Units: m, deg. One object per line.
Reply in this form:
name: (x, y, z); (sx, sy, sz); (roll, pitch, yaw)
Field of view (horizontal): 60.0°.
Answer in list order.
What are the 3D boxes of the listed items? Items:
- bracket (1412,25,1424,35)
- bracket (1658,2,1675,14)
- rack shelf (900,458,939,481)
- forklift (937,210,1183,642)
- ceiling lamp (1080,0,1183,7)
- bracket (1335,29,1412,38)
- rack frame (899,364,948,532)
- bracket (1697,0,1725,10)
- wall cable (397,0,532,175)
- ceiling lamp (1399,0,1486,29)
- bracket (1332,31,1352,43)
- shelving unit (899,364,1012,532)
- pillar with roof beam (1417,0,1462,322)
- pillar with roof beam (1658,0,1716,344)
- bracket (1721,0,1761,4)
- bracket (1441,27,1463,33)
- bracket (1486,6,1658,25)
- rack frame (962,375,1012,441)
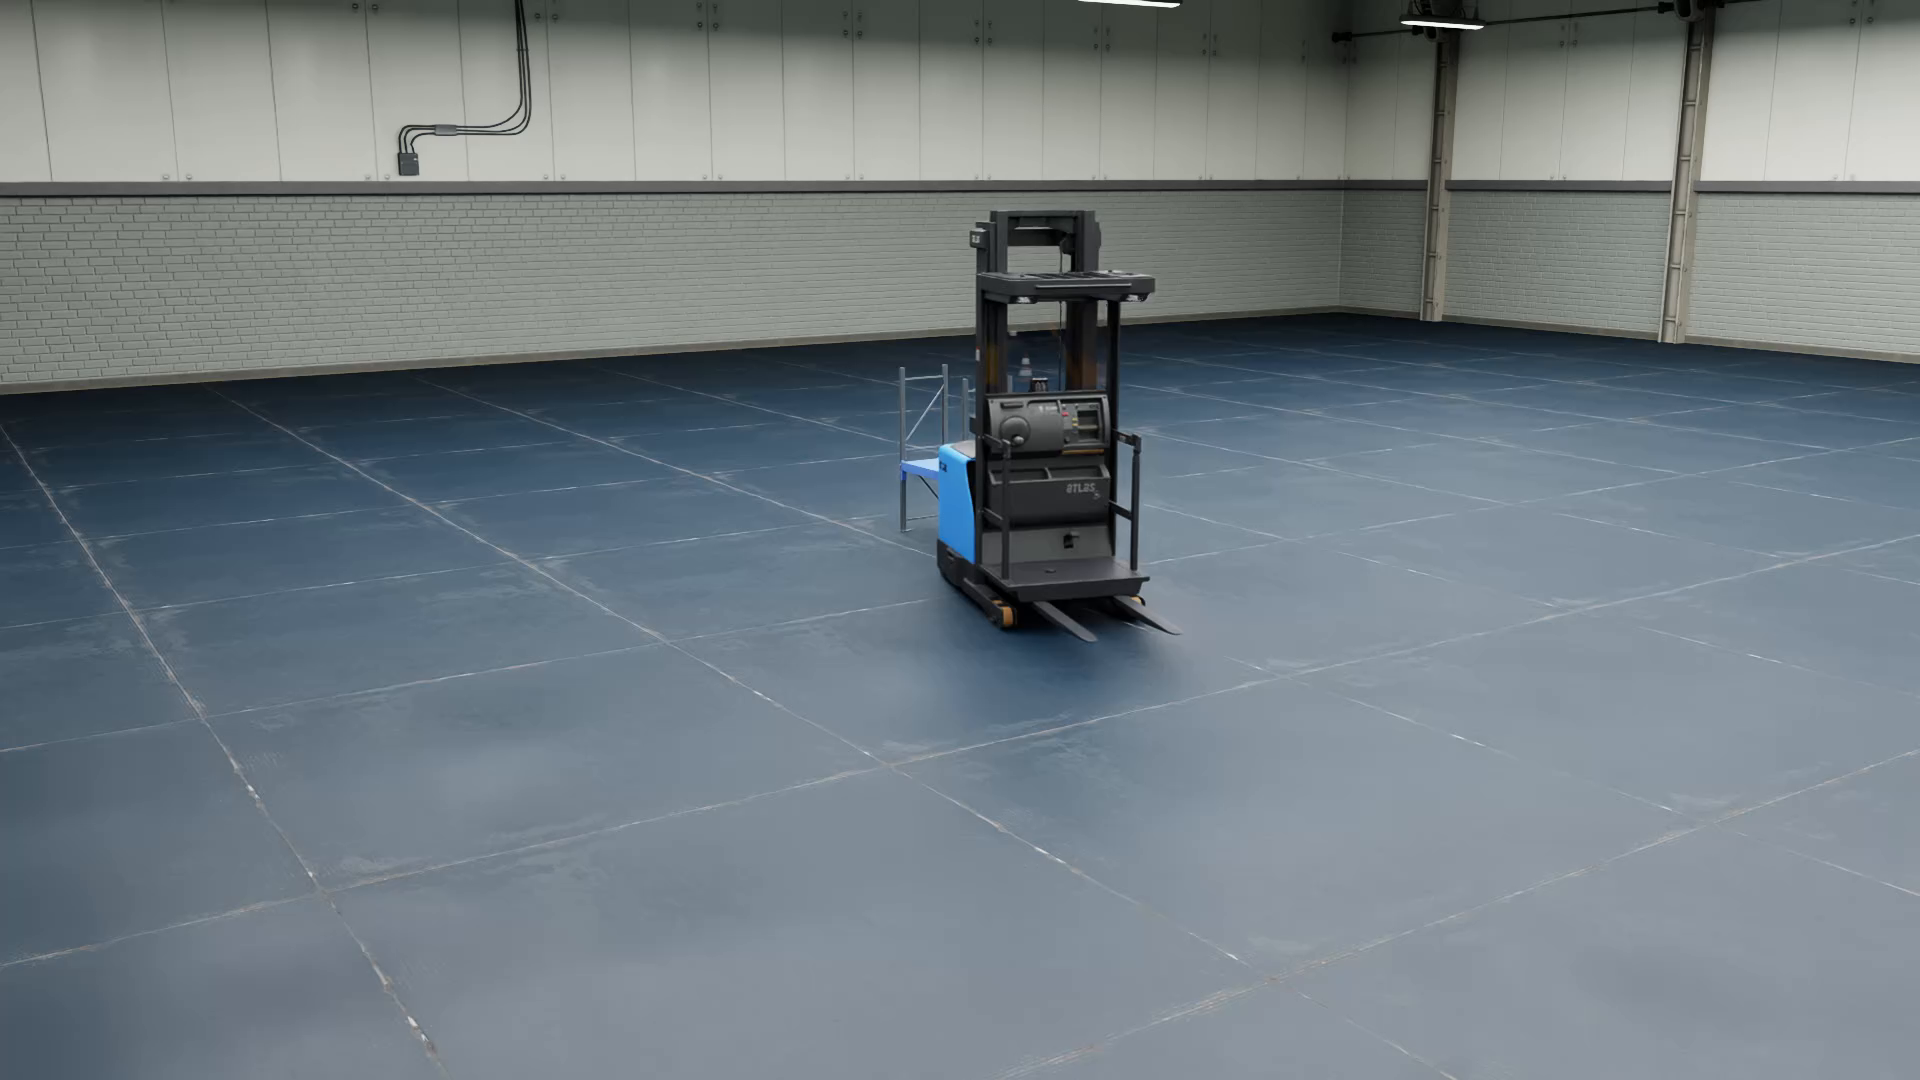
bracket: (10.080, -11.123, 36.234); (0.235, 0.232, 0.430); (-8, 15, -33)
bracket: (13.405, -10.056, 31.354); (0.235, 0.232, 0.430); (-8, 15, -33)
rack shelf: (-0.047, -0.572, 14.809); (0.538, 0.185, 1.000); (-8, 15, -33)
forklift: (0.721, -0.886, 12.052); (1.130, 2.935, 3.031); (-4, 13, -16)
ceiling lamp: (2.507, -10.041, 26.049); (2.000, 3.185, 0.800); (-8, 15, -33)
bracket: (9.095, -11.439, 37.681); (0.076, 0.066, 3.189); (-8, 15, -33)
rack frame: (-0.329, -0.838, 15.184); (0.500, 1.500, 0.032); (-8, 15, -33)
bracket: (13.865, -9.908, 30.679); (0.235, 0.232, 0.430); (-8, 15, -33)
wall cable: (-8.237, -9.067, 27.297); (2.305, 6.003, 0.169); (-8, 15, -33)
ceiling lamp: (8.617, -10.910, 30.022); (2.000, 3.185, 0.800); (-8, 15, -33)
bracket: (8.767, -11.544, 38.161); (0.235, 0.232, 0.430); (-8, 15, -33)
shelving unit: (-0.047, -0.748, 14.771); (0.538, 1.500, 1.048); (-8, 15, -33)
pillar with roof beam: (7.022, -8.823, 34.143); (9.100, 9.000, 0.548); (-8, 15, -33)
pillar with roof beam: (10.346, -7.756, 29.264); (9.100, 9.000, 0.548); (-8, 15, -33)
bracket: (15.292, -9.450, 28.584); (0.076, 0.066, 4.783); (-8, 15, -33)
bracket: (10.540, -10.975, 35.559); (0.235, 0.232, 0.430); (-8, 15, -33)
bracket: (11.968, -10.517, 33.464); (0.076, 0.066, 4.783); (-8, 15, -33)
rack frame: (0.234, -0.657, 14.357); (0.500, 1.500, 0.032); (-8, 15, -33)
